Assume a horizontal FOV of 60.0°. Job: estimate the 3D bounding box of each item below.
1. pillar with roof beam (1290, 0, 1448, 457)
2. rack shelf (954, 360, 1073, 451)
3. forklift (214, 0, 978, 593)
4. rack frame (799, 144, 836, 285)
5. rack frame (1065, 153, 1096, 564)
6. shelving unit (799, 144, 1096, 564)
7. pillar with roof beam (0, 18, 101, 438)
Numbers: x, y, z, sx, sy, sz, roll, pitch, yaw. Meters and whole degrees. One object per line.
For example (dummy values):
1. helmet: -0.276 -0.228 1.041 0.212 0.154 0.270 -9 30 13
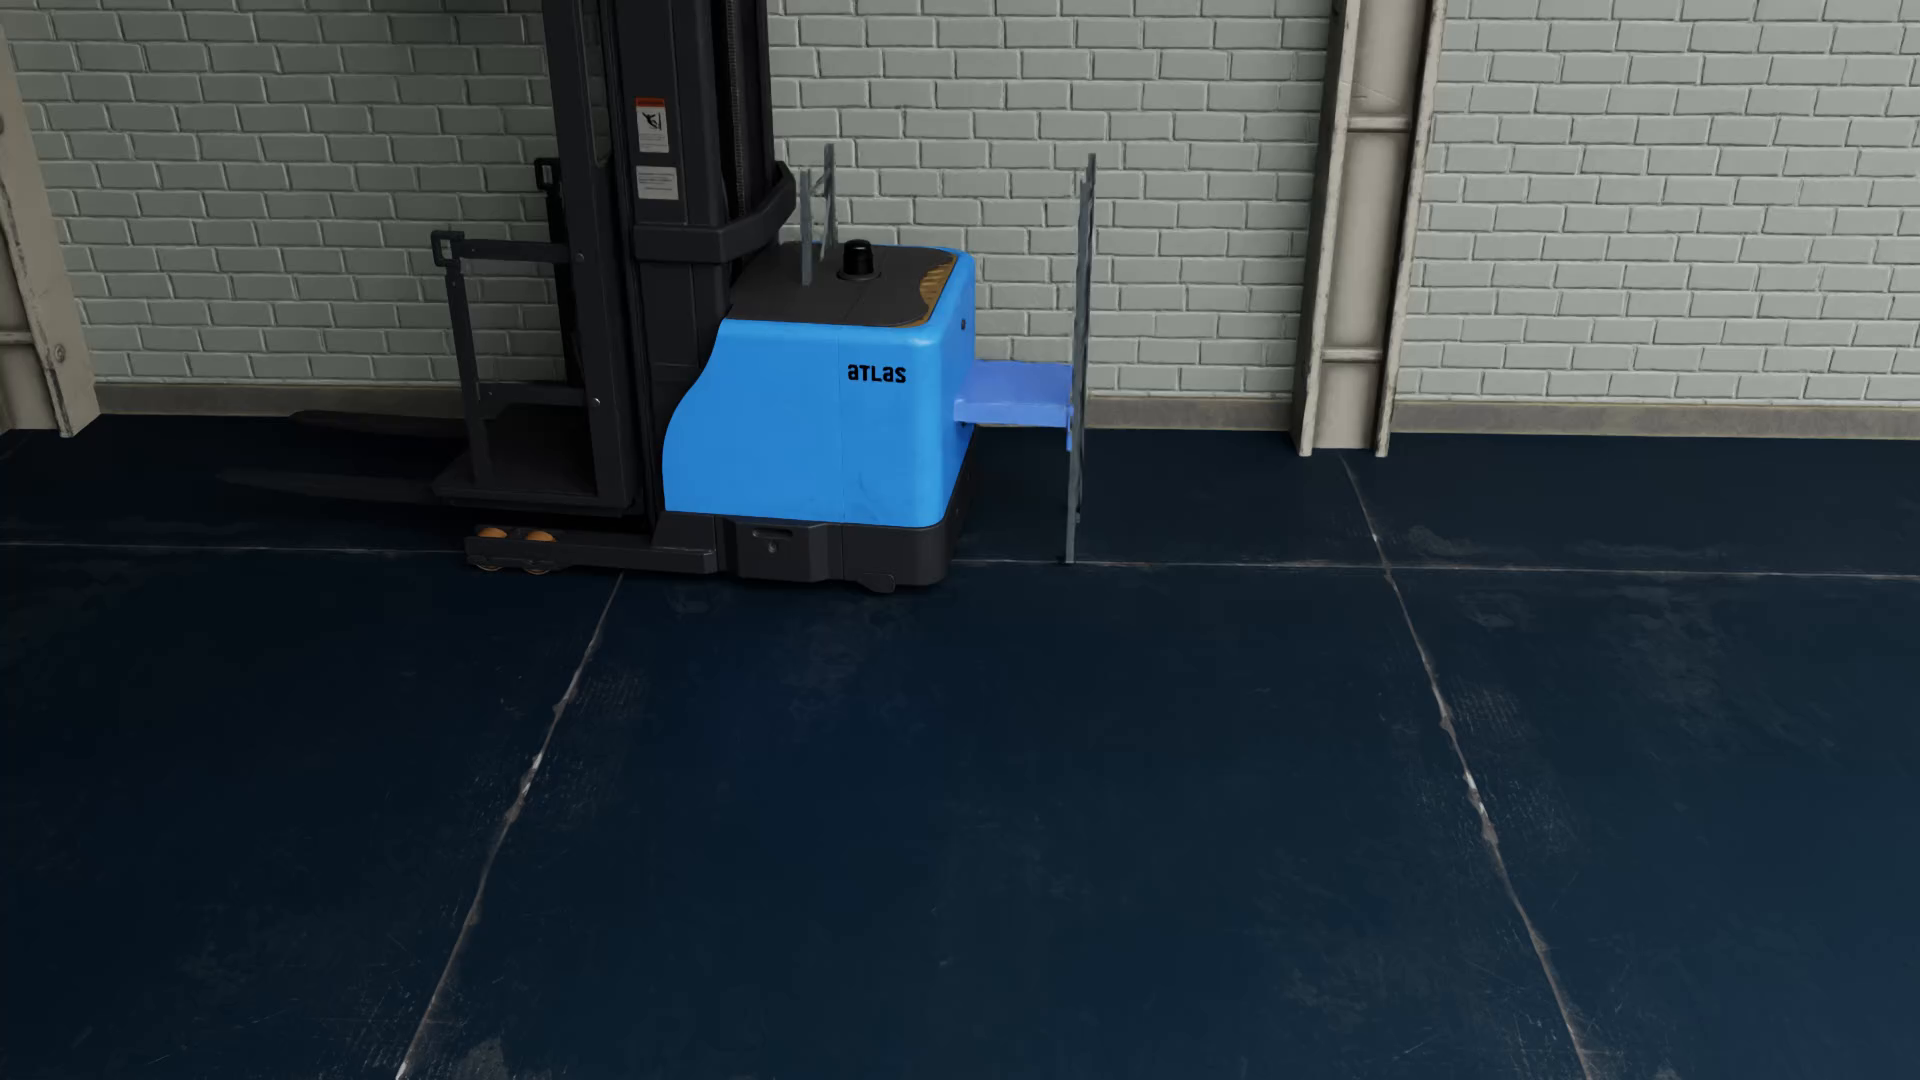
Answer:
1. pillar with roof beam: 1.571 -2.408 1.684 0.400 9.000 9.100 1 28 2
2. rack shelf: -0.039 -0.559 6.564 1.000 0.185 0.538 4 25 6
3. forklift: -1.487 -1.400 6.262 3.031 2.935 1.130 4 28 8
4. rack frame: -0.542 -0.753 6.543 0.032 1.500 0.500 4 25 6
5. rack frame: 0.467 -0.691 6.432 0.032 1.500 0.500 4 25 6
6. shelving unit: -0.038 -0.722 6.488 1.048 1.500 0.538 4 25 6
7. pillar with roof beam: -4.426 -2.507 1.871 0.400 9.000 9.100 1 28 2
